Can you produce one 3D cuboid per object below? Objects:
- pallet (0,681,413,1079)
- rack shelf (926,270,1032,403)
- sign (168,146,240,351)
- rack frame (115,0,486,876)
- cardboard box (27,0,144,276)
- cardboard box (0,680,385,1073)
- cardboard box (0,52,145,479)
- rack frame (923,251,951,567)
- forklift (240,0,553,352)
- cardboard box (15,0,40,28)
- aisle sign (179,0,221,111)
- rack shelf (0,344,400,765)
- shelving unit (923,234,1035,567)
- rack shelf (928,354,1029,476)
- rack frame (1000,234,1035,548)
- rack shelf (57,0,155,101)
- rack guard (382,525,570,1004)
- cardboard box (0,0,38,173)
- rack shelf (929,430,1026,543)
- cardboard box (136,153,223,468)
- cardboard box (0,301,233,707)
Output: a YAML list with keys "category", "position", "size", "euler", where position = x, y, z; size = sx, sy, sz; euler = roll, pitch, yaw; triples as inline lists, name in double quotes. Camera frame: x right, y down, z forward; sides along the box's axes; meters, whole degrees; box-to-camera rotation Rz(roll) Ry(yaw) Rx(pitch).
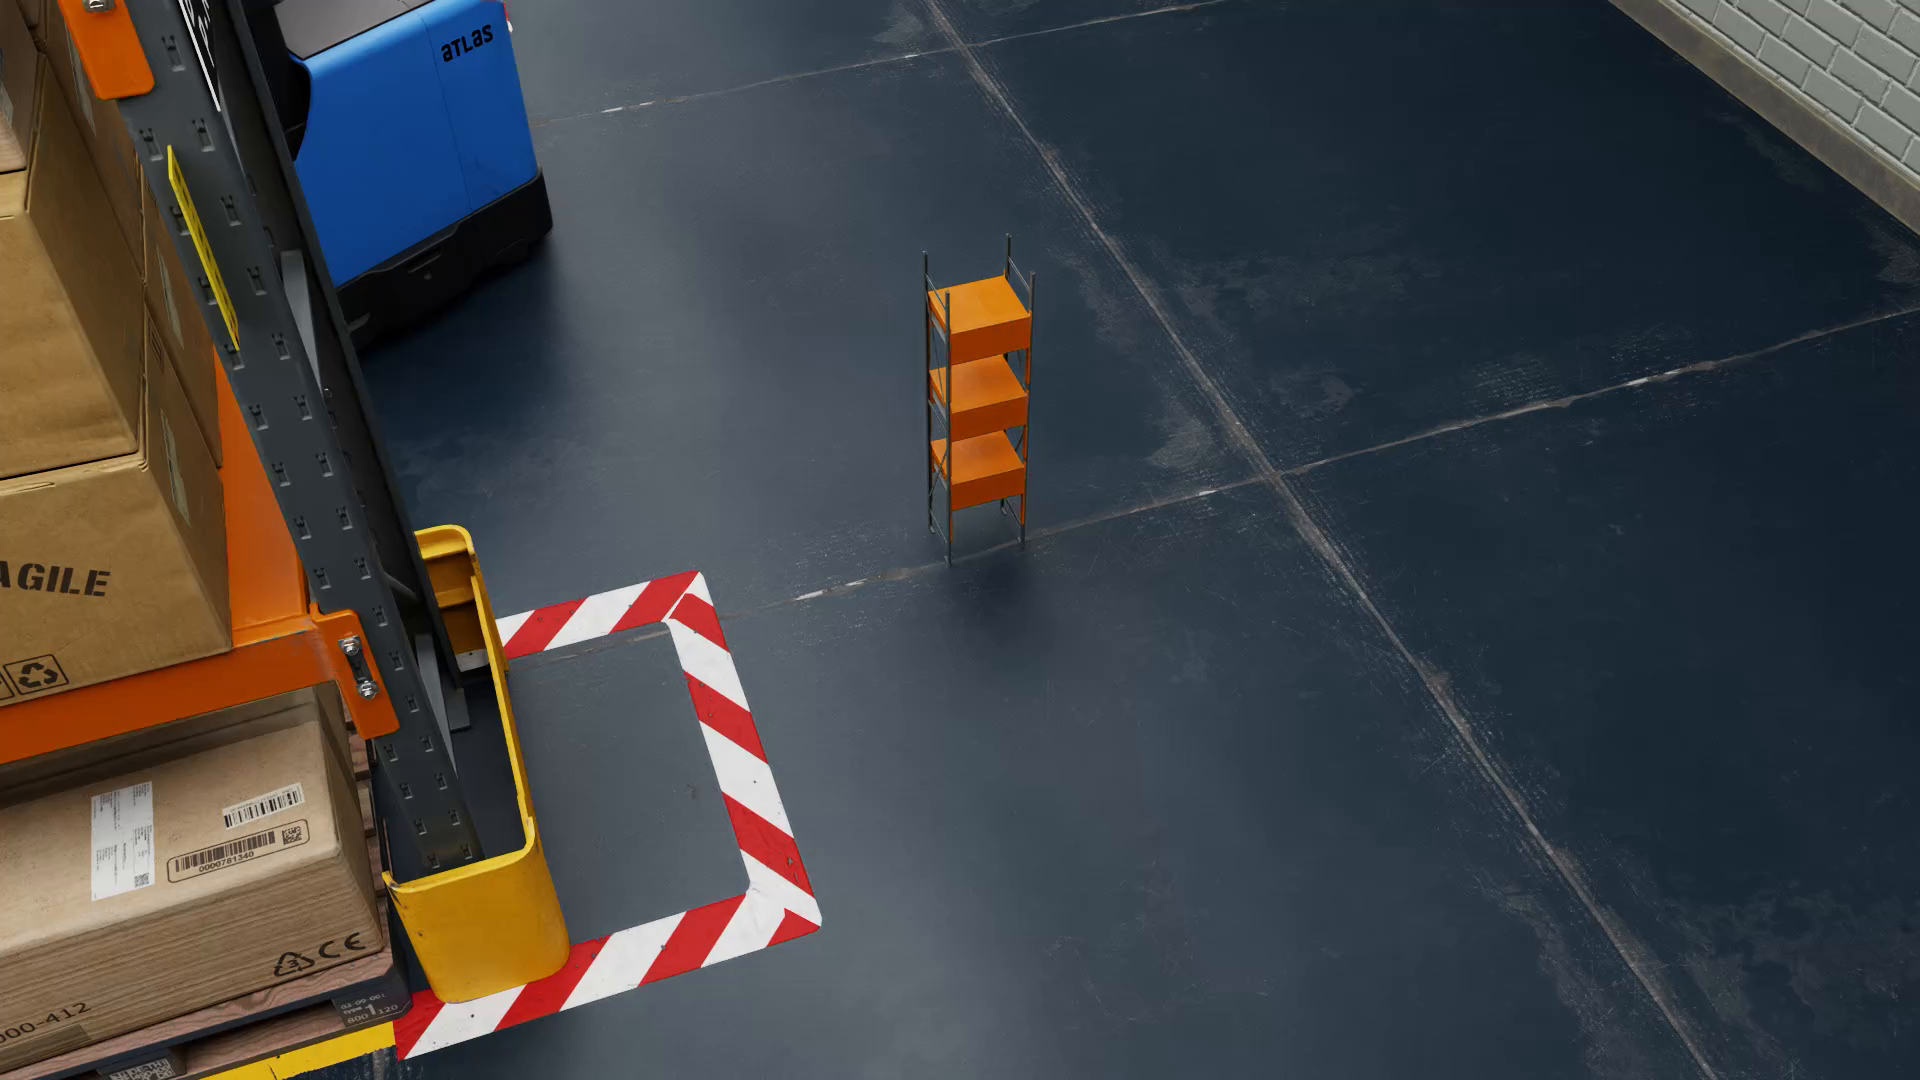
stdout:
- category: "pallet"
  position: [-2.076, 0.904, 4.200]
  size: [1.213, 0.211, 1.003]
  euler: [-14, 47, -14]
- category: "rack shelf"
  position: [0.050, -0.576, 4.697]
  size: [0.240, 0.259, 0.215]
  euler: [-14, 47, -14]
- category: "sign"
  position: [-1.180, -0.452, 2.598]
  size: [0.005, 0.325, 0.100]
  euler: [-14, 47, -14]
- category: "rack frame"
  position: [-1.351, -0.324, 3.456]
  size: [0.127, 3.000, 1.000]
  euler: [-14, 47, -14]
- category: "cardboard box"
  position: [-1.899, -0.787, 3.140]
  size: [0.500, 0.500, 0.500]
  euler: [-15, 47, -15]
- category: "cardboard box"
  position: [-1.938, 0.657, 3.990]
  size: [0.875, 0.438, 0.875]
  euler: [-16, 47, -15]
- category: "cardboard box"
  position: [-1.723, -0.438, 2.792]
  size: [0.500, 0.500, 0.500]
  euler: [-13, 47, -13]
- category: "rack frame"
  position: [-0.064, -0.354, 4.862]
  size: [0.008, 1.050, 0.200]
  euler: [-14, 47, -14]
- category: "forklift"
  position: [-2.879, -1.599, 4.774]
  size: [1.130, 2.935, 3.031]
  euler: [30, 52, 27]
- category: "cardboard box"
  position: [-1.779, -1.041, 2.935]
  size: [0.250, 0.149, 0.380]
  euler: [-13, 47, -13]
- category: "aisle sign"
  position: [-1.178, -1.053, 2.346]
  size: [0.004, 0.787, 0.394]
  euler: [-14, 47, -14]
- category: "rack shelf"
  position: [-3.232, 0.411, 3.231]
  size: [4.000, 0.370, 1.077]
  euler: [-14, 47, -14]
- category: "shelving unit"
  position: [0.050, -0.383, 4.891]
  size: [0.252, 1.050, 0.215]
  euler: [-14, 47, -14]
- category: "rack shelf"
  position: [0.050, -0.376, 4.898]
  size: [0.240, 0.259, 0.215]
  euler: [-14, 47, -14]
- category: "rack frame"
  position: [0.165, -0.413, 4.920]
  size: [0.008, 1.050, 0.200]
  euler: [-14, 47, -14]
- category: "rack shelf"
  position: [-3.232, -0.648, 2.169]
  size: [4.000, 0.370, 1.077]
  euler: [-14, 47, -14]
- category: "rack guard"
  position: [-1.328, 0.552, 4.347]
  size: [0.348, 0.500, 1.175]
  euler: [-14, 47, -14]
- category: "cardboard box"
  position: [-1.620, -0.722, 2.617]
  size: [0.250, 0.149, 0.380]
  euler: [-14, 47, -13]
- category: "rack shelf"
  position: [0.050, -0.180, 5.095]
  size: [0.240, 0.259, 0.215]
  euler: [-14, 47, -14]
- category: "cardboard box"
  position: [-1.900, -0.436, 3.496]
  size: [0.500, 0.500, 0.500]
  euler: [-15, 47, -14]
- category: "cardboard box"
  position: [-1.715, -0.067, 3.129]
  size: [0.500, 0.500, 0.500]
  euler: [-14, 47, -14]
